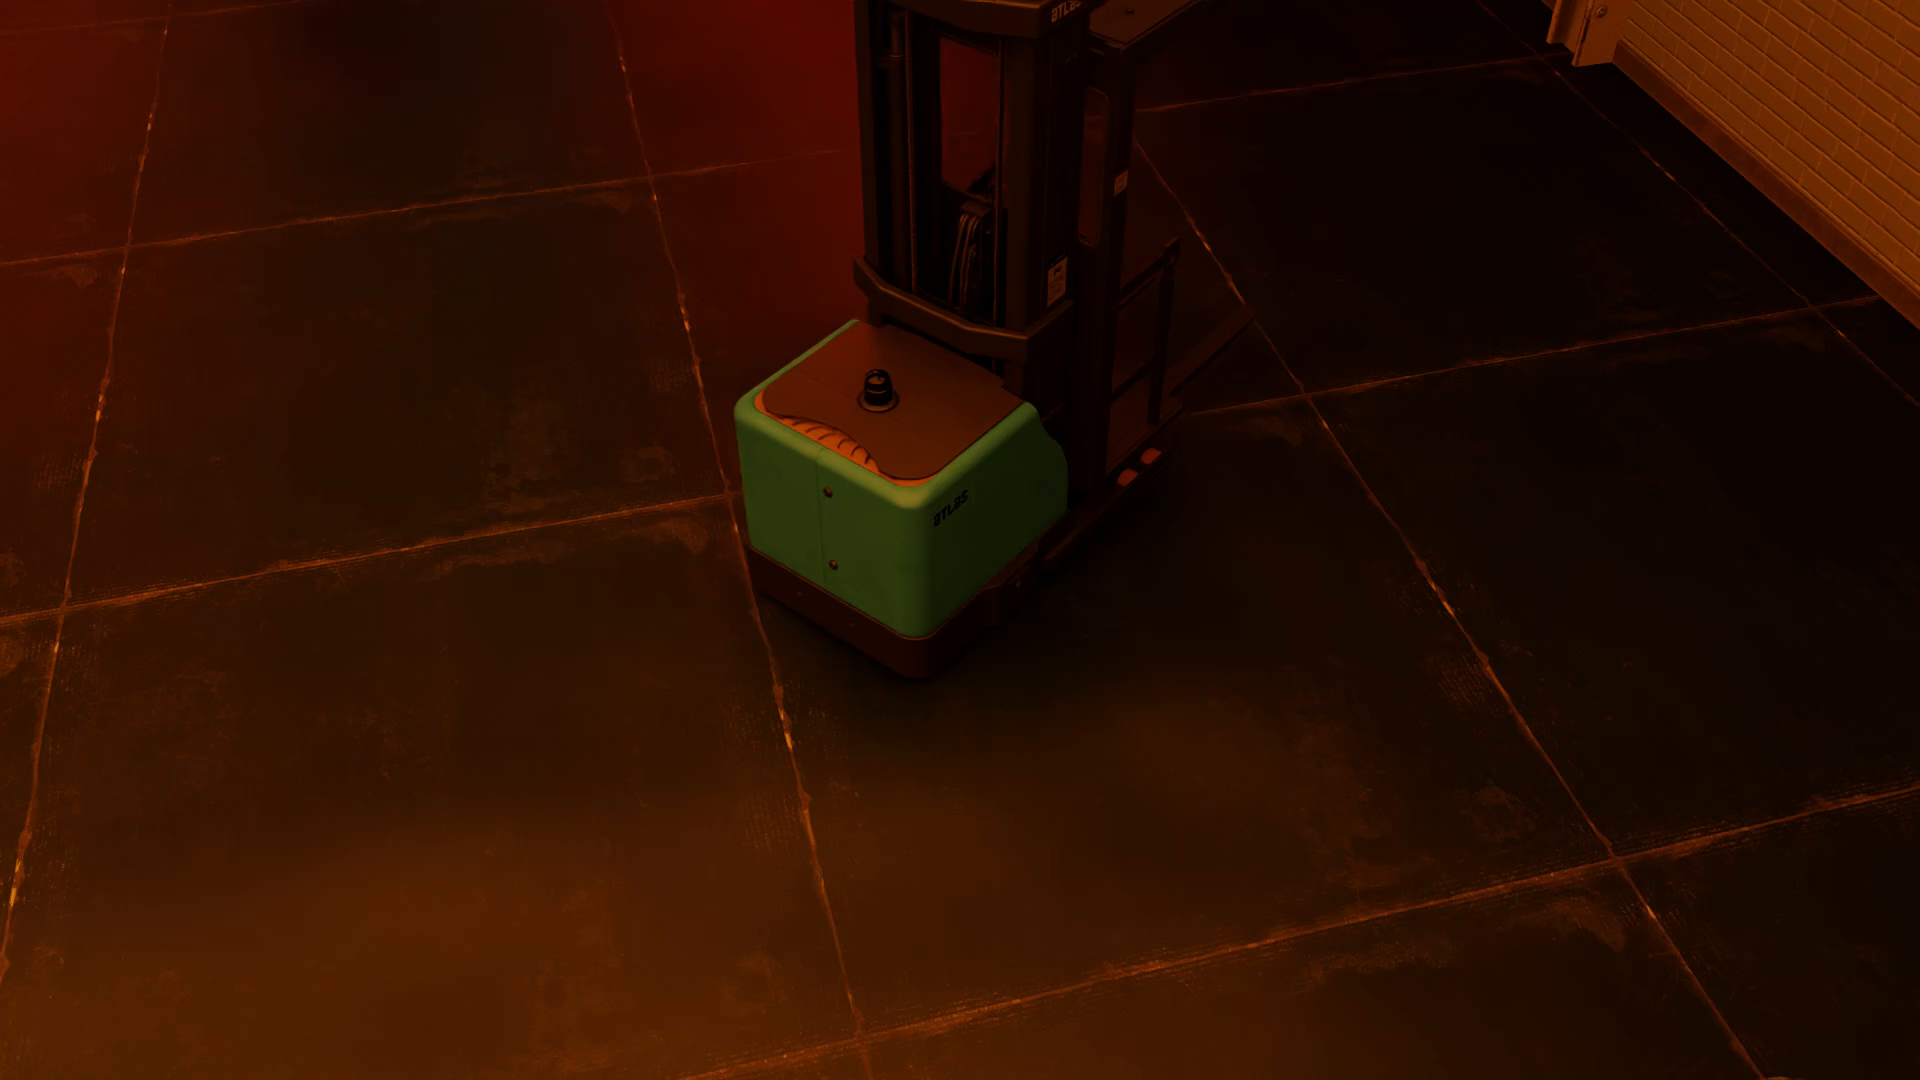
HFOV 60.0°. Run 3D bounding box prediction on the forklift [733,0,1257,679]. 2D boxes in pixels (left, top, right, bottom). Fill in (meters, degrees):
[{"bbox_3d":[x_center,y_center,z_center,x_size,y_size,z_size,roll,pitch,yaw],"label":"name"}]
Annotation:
[{"bbox_3d":[0.359,-1.434,7.162,1.130,2.935,3.031,29,50,27],"label":"forklift"}]
